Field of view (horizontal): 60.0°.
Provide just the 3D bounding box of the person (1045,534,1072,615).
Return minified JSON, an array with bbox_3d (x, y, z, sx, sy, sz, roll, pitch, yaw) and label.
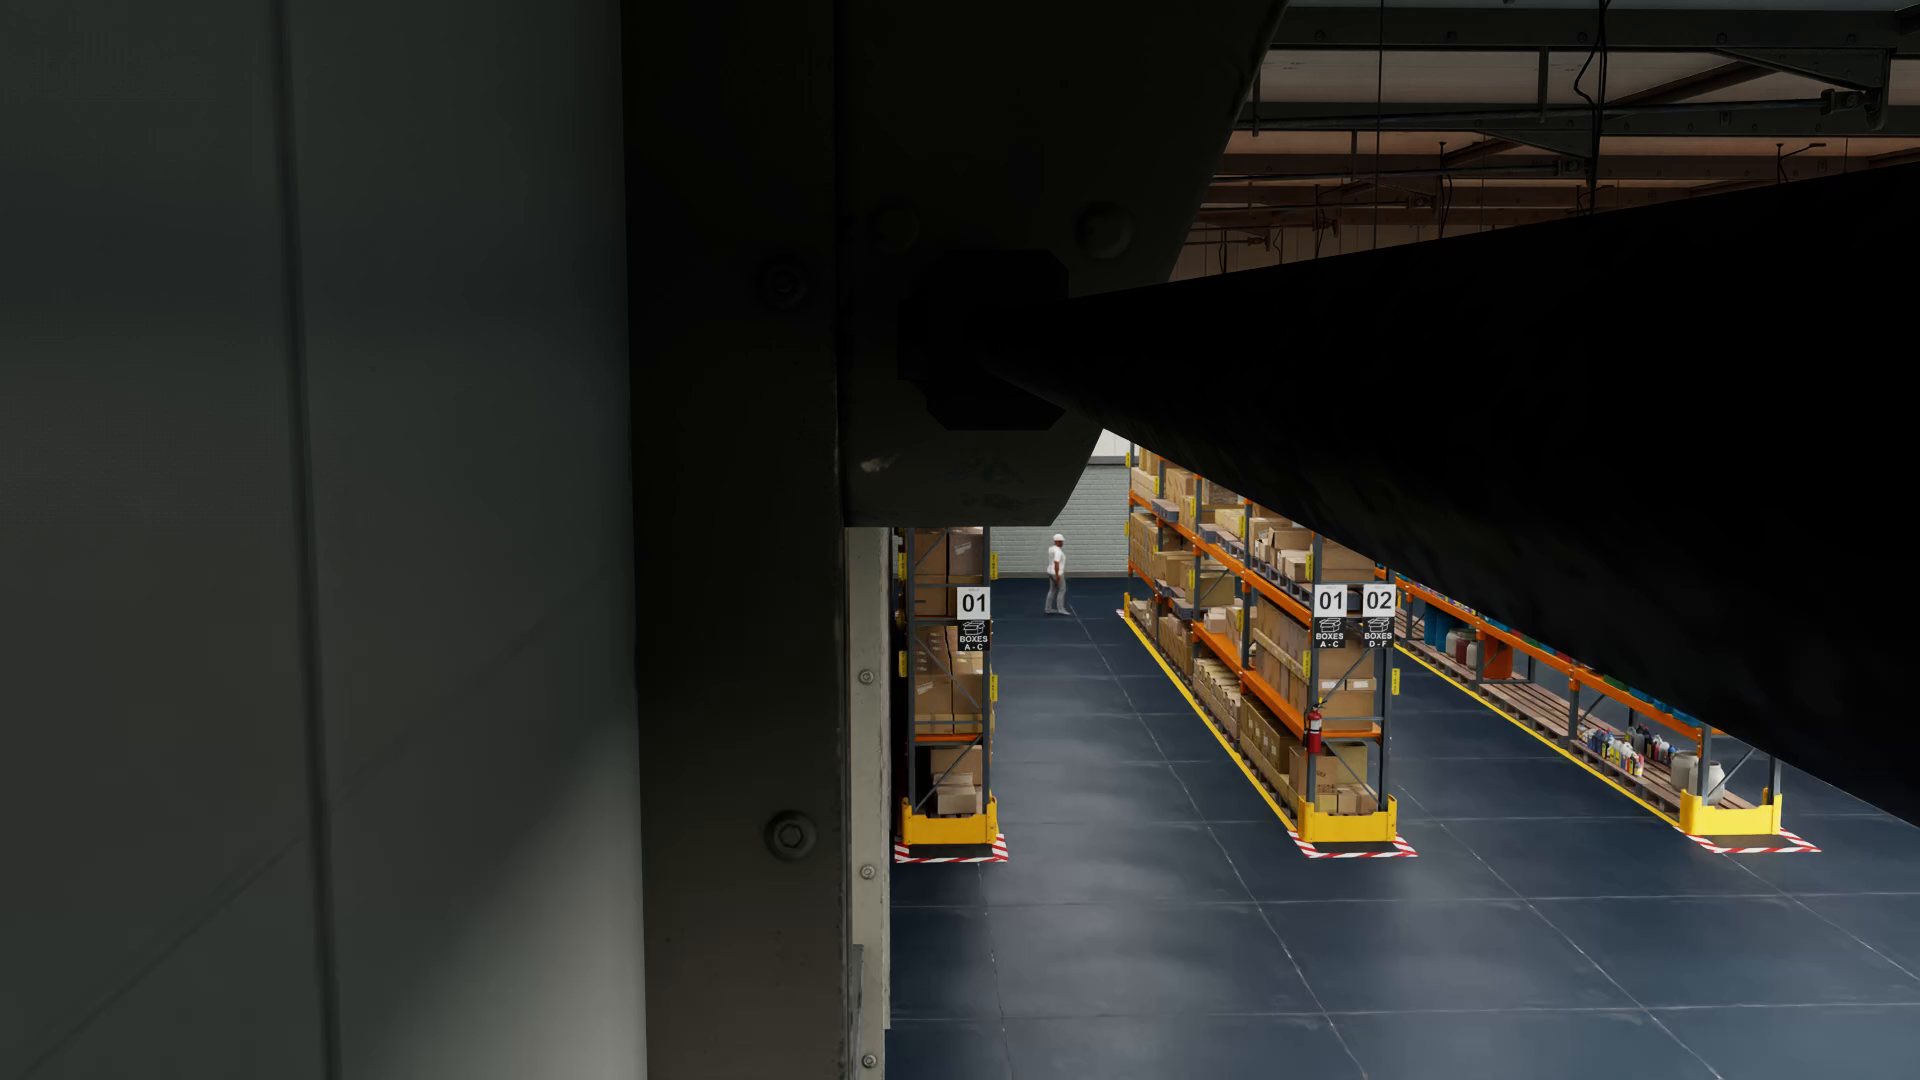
[{"bbox_3d":[2.160,0.768,36.741,0.587,1.798,0.620,-2,8,-16],"label":"person"}]
